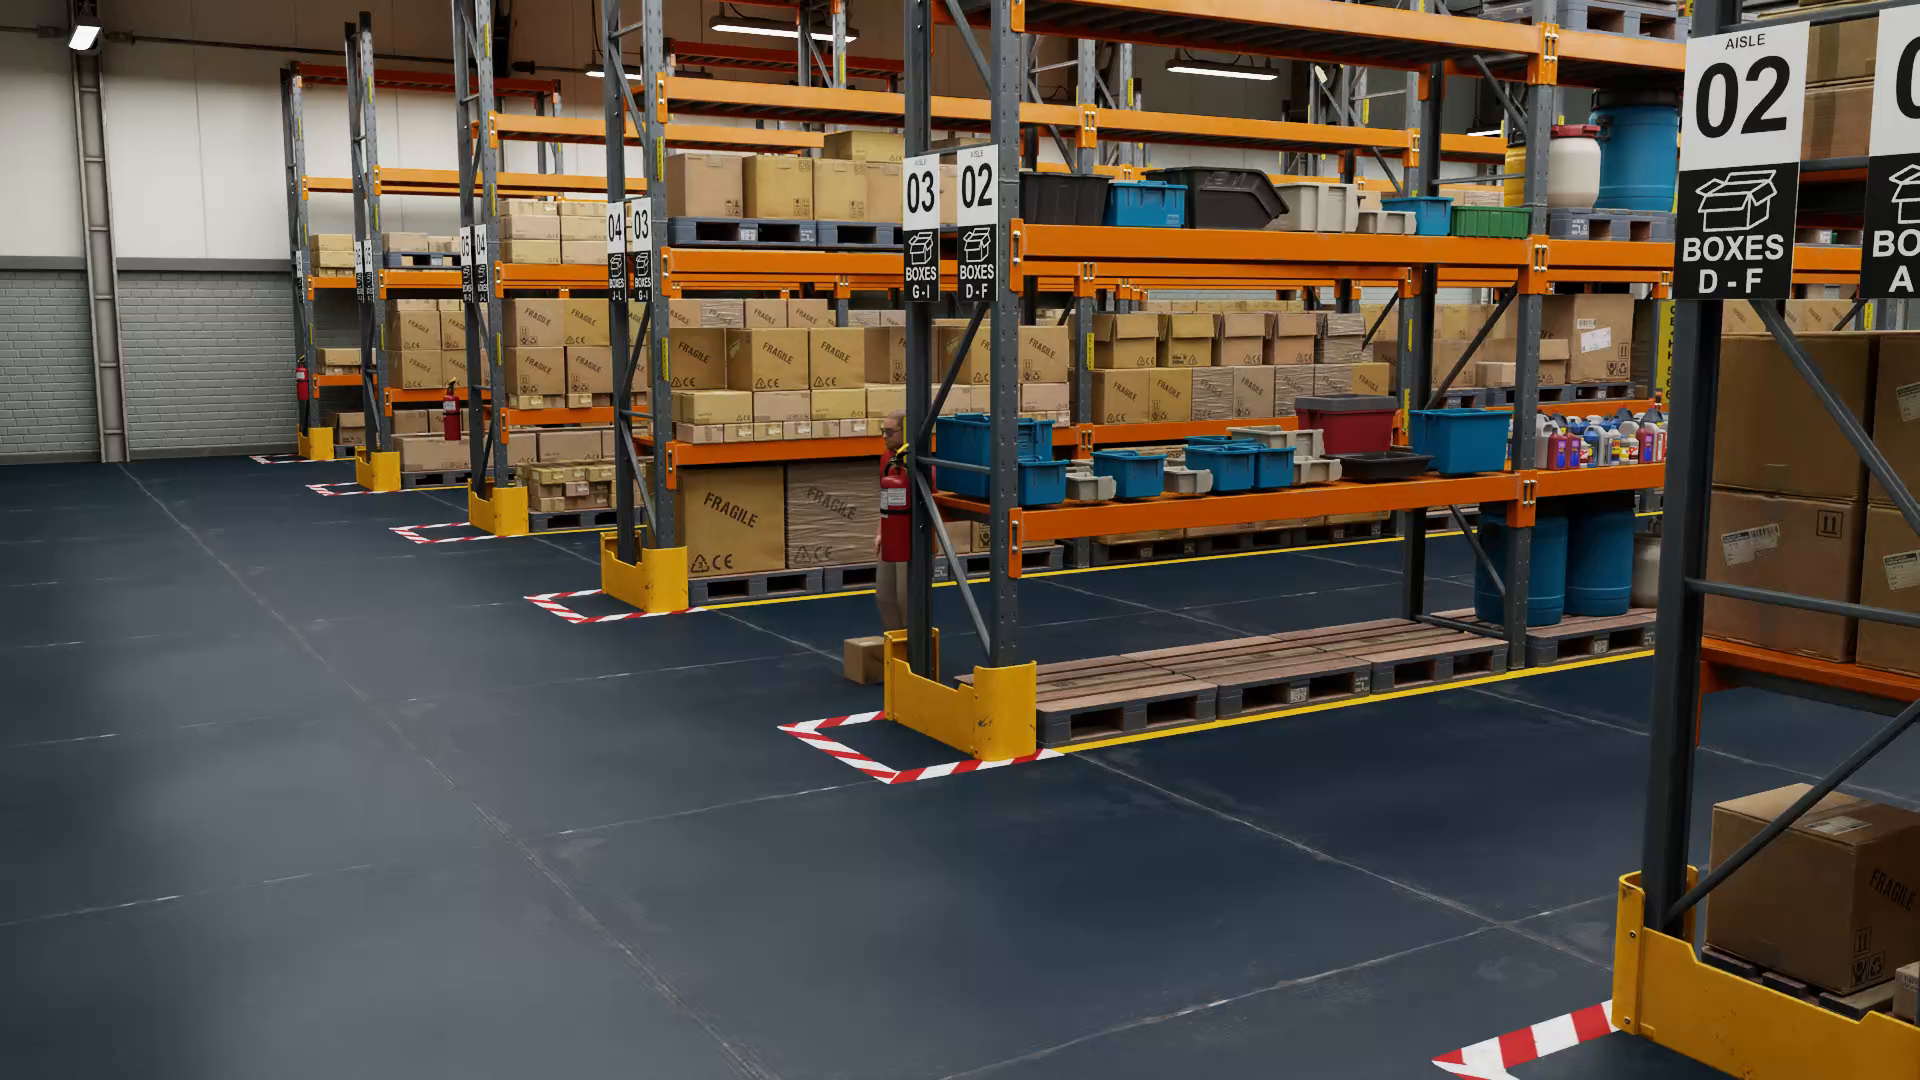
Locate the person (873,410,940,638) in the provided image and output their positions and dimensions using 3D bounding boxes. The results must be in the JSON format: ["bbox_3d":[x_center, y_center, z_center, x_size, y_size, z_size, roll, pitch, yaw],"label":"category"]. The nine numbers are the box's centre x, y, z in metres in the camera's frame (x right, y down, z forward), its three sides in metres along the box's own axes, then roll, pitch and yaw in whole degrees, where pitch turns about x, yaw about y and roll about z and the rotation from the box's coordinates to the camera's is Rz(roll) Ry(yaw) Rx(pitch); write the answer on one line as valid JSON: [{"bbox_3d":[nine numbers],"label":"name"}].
[{"bbox_3d":[-0.360,0.021,10.724,0.393,1.726,0.601,-6,10,-34],"label":"person"}]
